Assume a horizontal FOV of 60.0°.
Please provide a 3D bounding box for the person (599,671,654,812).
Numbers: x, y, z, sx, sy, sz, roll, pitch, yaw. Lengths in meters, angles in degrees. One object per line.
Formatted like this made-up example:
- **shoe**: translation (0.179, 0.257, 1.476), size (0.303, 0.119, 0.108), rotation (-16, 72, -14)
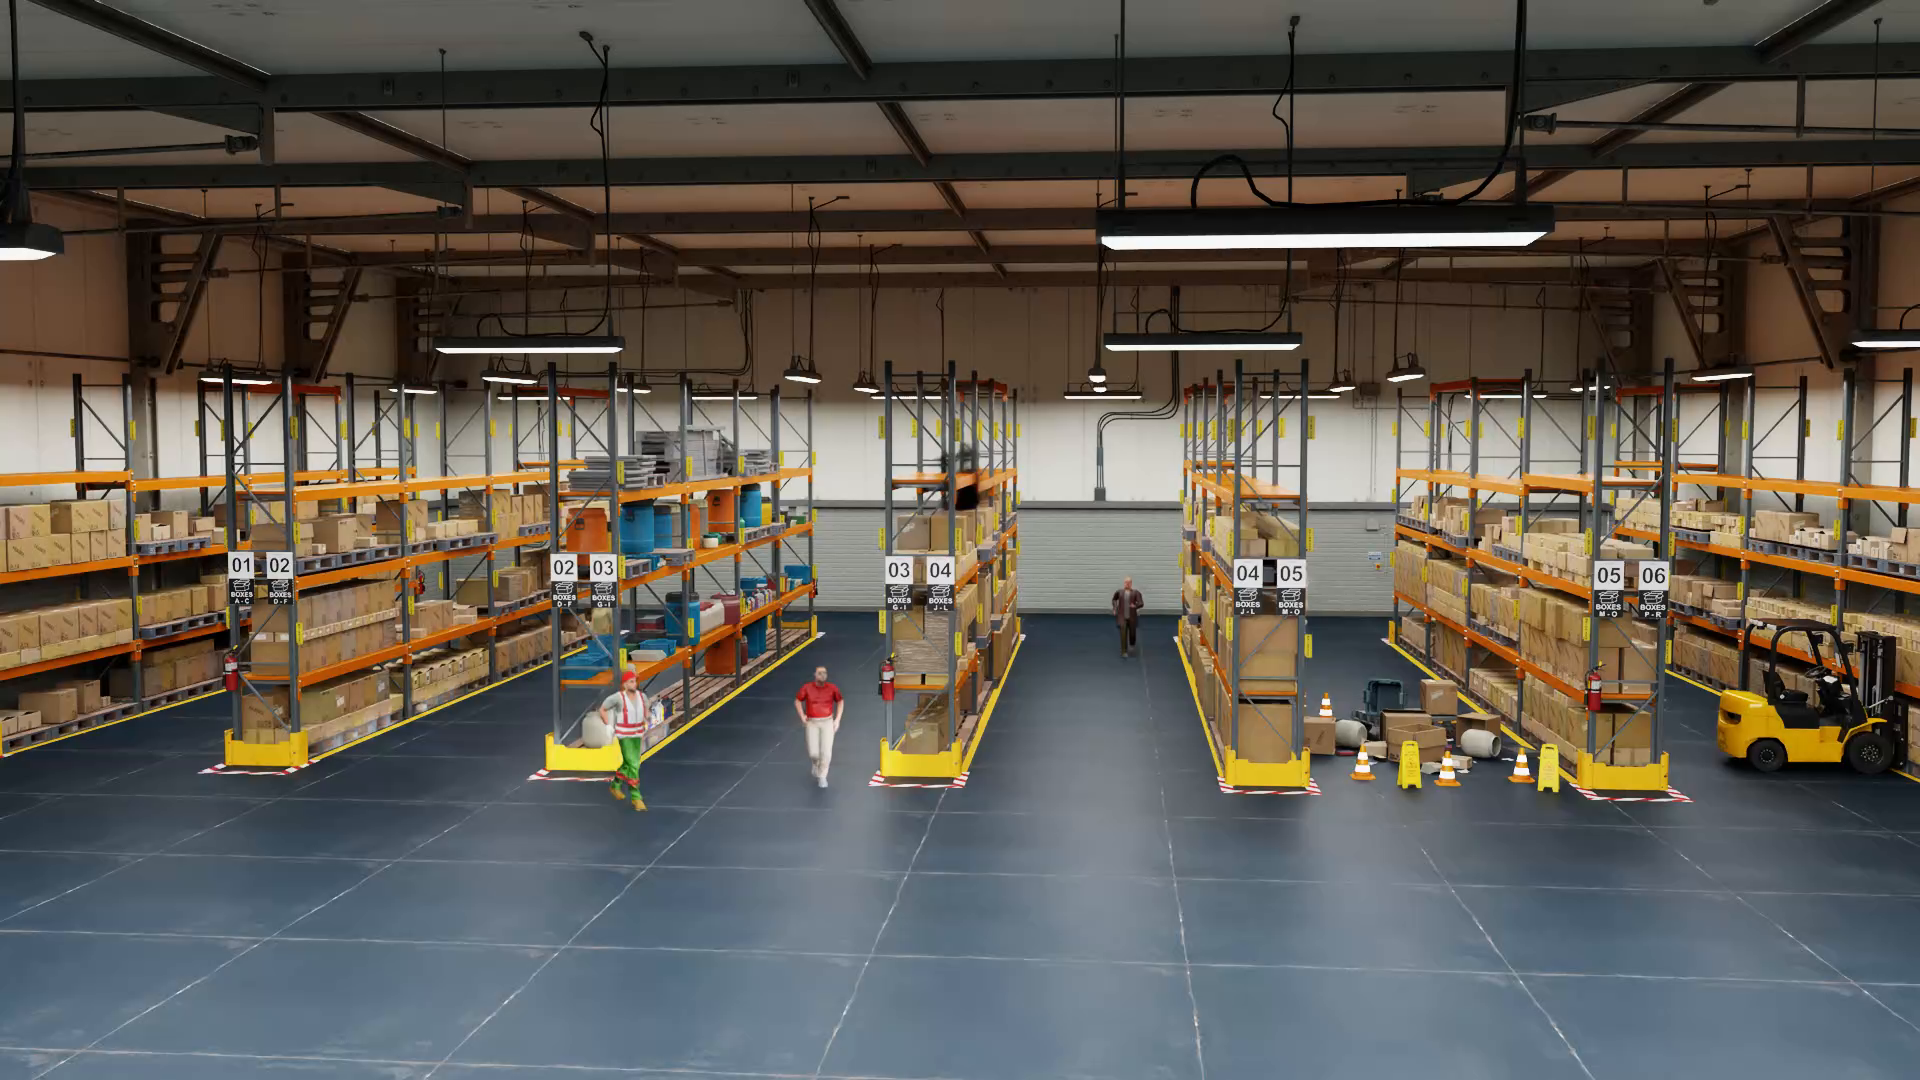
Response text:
- **person**: translation (-4.409, 2.650, 22.175), size (0.856, 1.826, 0.643), rotation (3, 5, 38)

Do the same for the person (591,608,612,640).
- **person**: translation (-7.362, 1.949, 34.236), size (0.551, 1.654, 1.071), rotation (0, 4, 2)

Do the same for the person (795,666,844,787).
- **person**: translation (-1.984, 2.624, 23.534), size (0.695, 1.696, 0.549), rotation (0, 4, -6)

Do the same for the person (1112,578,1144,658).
- **person**: translation (3.693, 1.706, 36.733), size (0.720, 1.751, 0.970), rotation (1, 4, 9)
